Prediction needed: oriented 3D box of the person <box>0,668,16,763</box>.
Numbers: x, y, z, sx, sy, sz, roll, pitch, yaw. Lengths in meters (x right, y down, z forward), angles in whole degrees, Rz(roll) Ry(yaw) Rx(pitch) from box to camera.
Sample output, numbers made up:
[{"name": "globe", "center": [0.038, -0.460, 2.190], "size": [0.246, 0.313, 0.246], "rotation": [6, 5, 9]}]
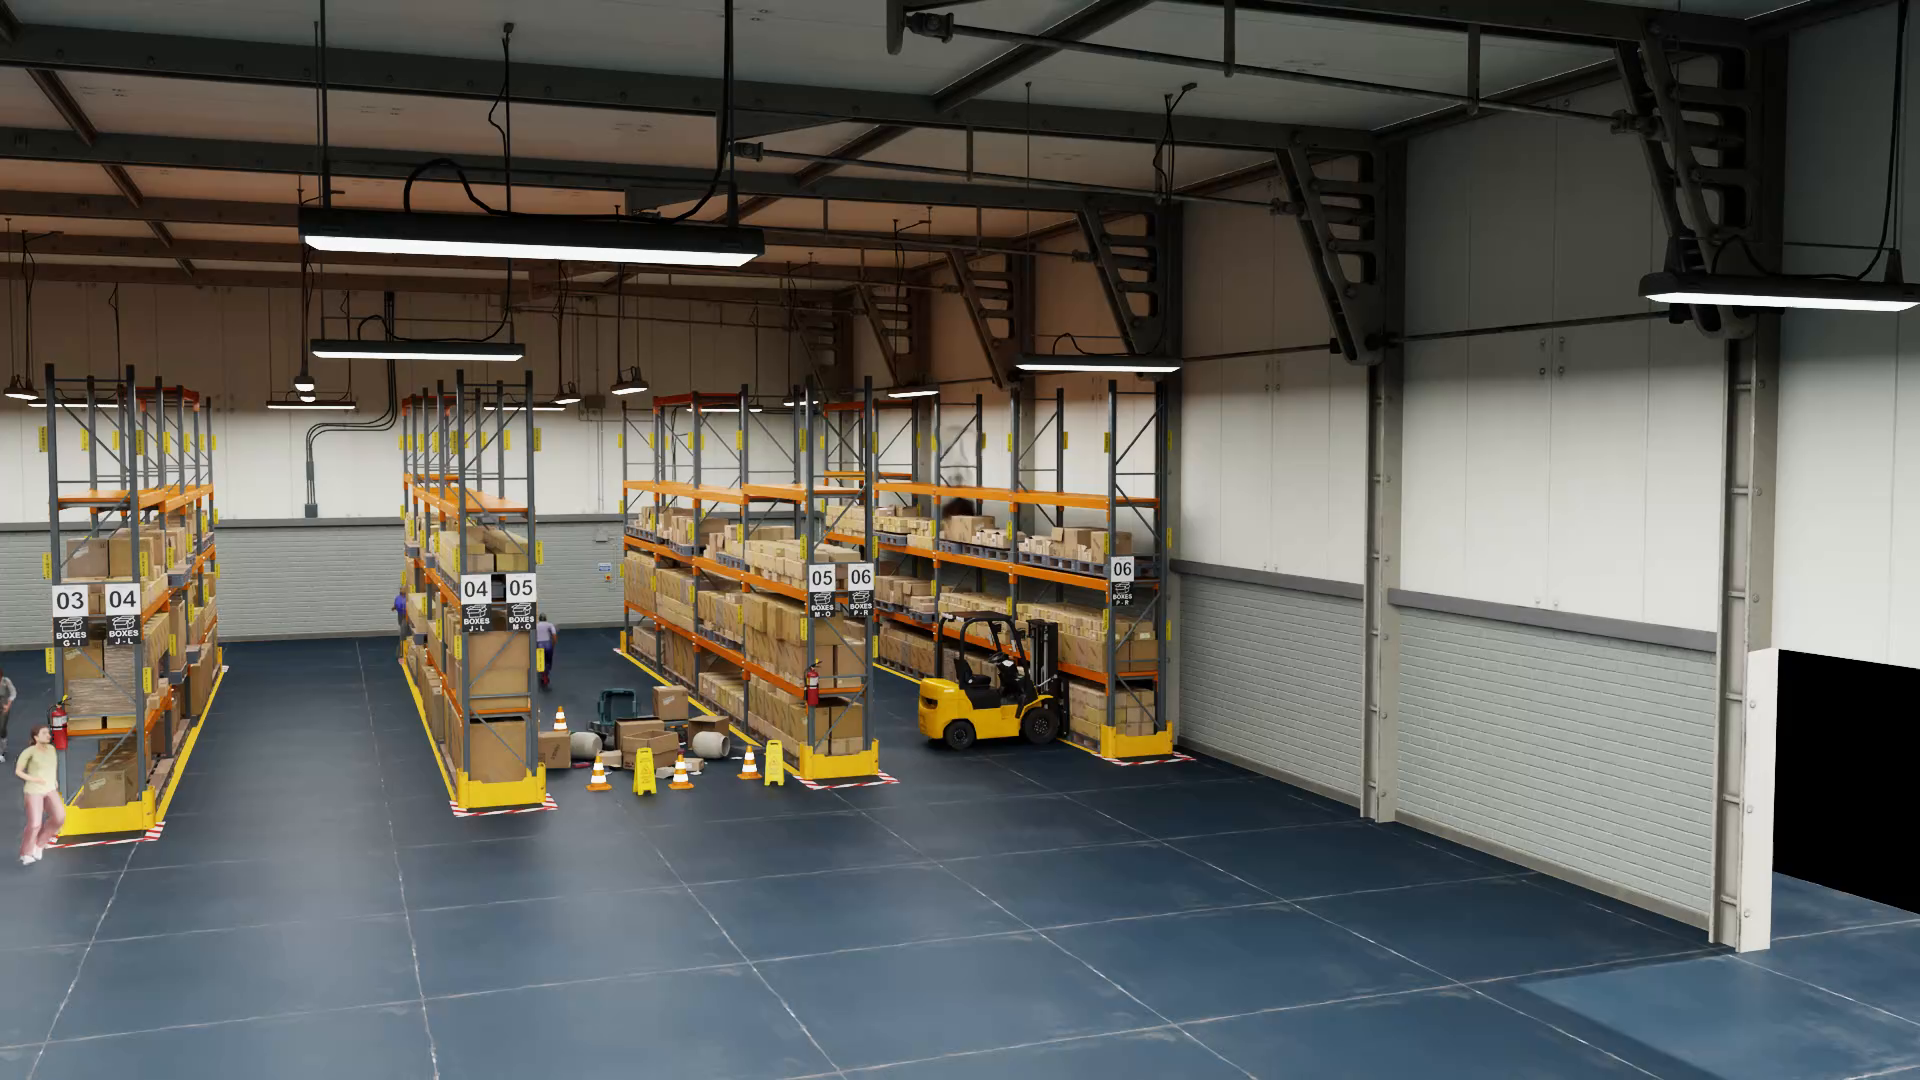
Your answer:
[{"name": "person", "center": [-15.220, 2.721, 26.302], "size": [0.557, 1.548, 0.894], "rotation": [-1, 4, -23]}]

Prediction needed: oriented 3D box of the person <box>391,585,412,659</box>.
[{"name": "person", "center": [-13.012, 1.887, 38.980], "size": [0.569, 1.696, 0.851], "rotation": [2, 4, 26]}]

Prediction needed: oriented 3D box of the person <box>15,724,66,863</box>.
[{"name": "person", "center": [-10.958, 3.018, 19.872], "size": [0.529, 1.638, 0.589], "rotation": [2, 4, 28]}]

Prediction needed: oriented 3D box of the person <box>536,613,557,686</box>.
[{"name": "person", "center": [-8.577, 2.280, 34.114], "size": [0.624, 1.505, 0.850], "rotation": [-1, 3, -16]}]
